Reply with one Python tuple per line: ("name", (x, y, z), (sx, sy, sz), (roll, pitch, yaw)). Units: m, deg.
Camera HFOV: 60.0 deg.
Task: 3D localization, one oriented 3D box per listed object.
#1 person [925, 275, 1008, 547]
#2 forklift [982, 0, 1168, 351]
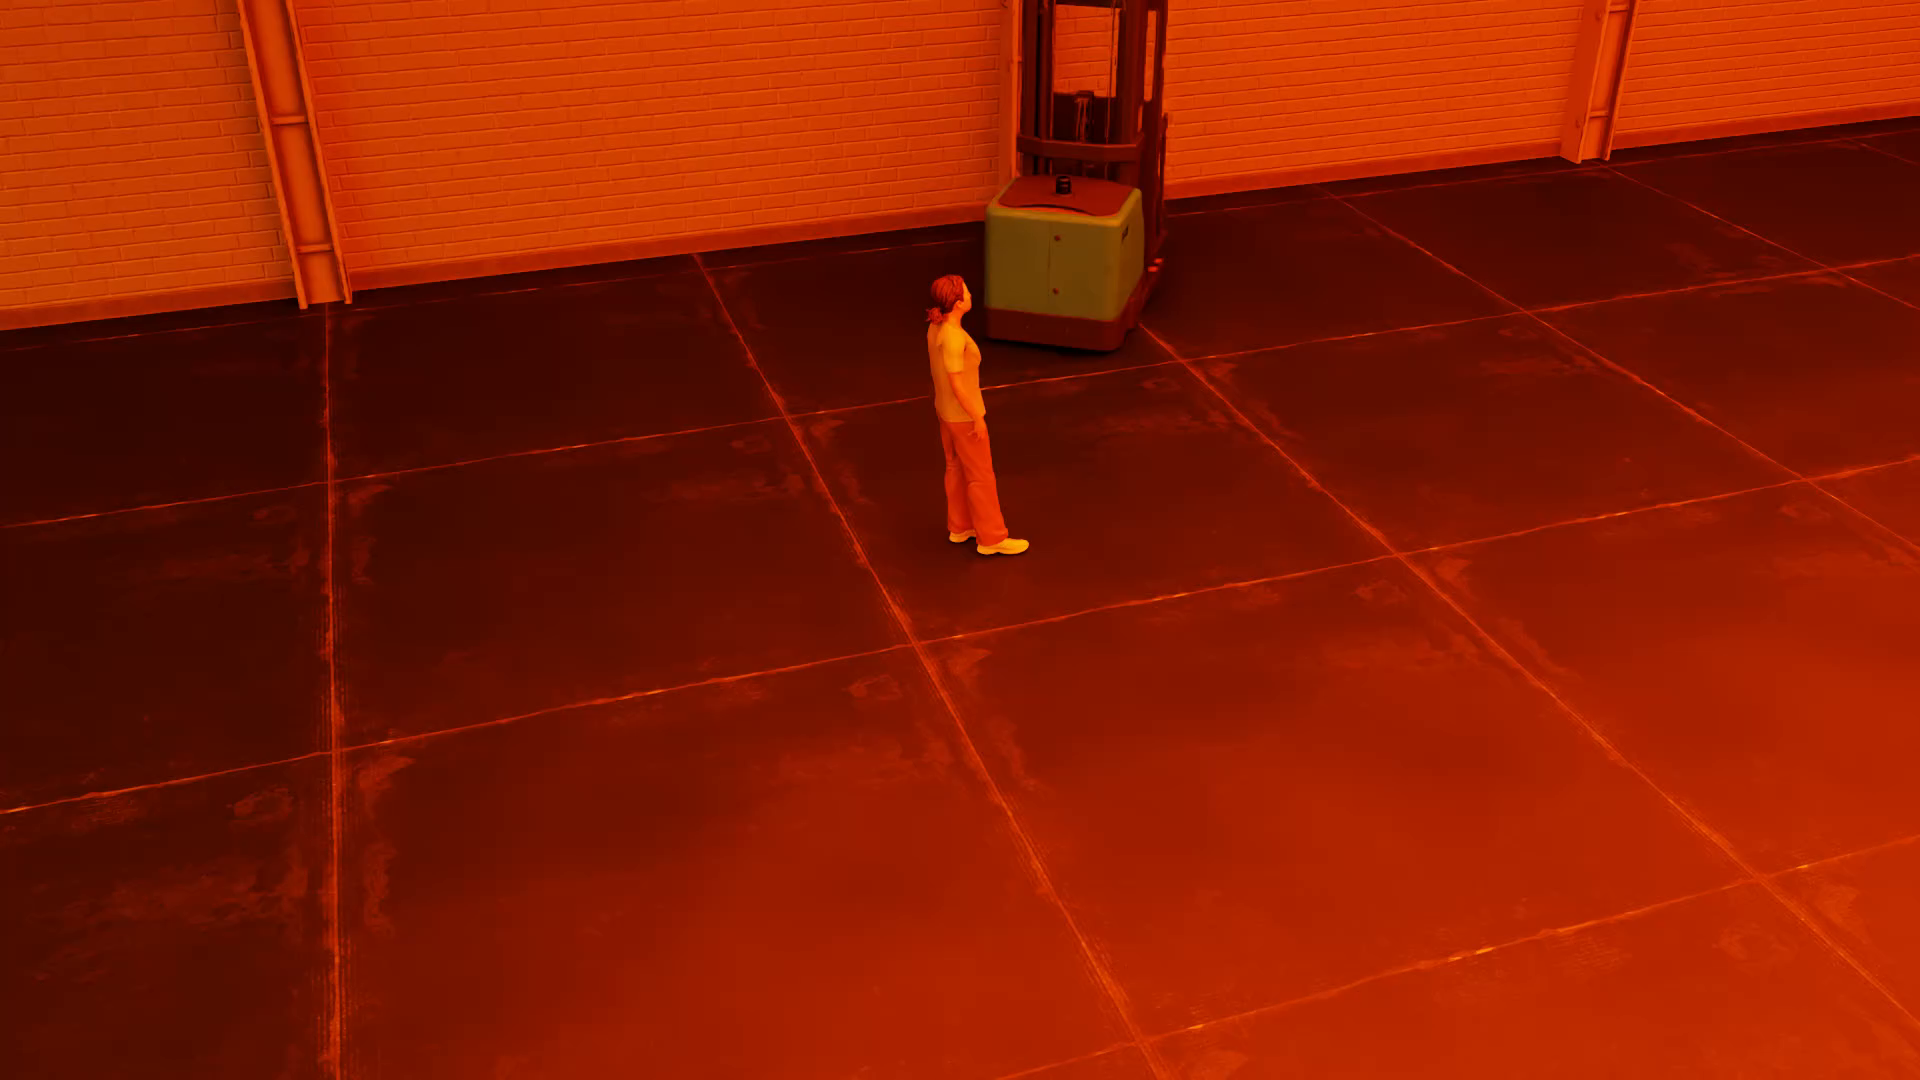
("person", (0.014, -0.761, 9.590), (0.426, 1.609, 0.536), (-10, 31, -16))
("forklift", (1.072, -3.391, 12.980), (1.130, 2.935, 3.031), (8, 31, 14))
